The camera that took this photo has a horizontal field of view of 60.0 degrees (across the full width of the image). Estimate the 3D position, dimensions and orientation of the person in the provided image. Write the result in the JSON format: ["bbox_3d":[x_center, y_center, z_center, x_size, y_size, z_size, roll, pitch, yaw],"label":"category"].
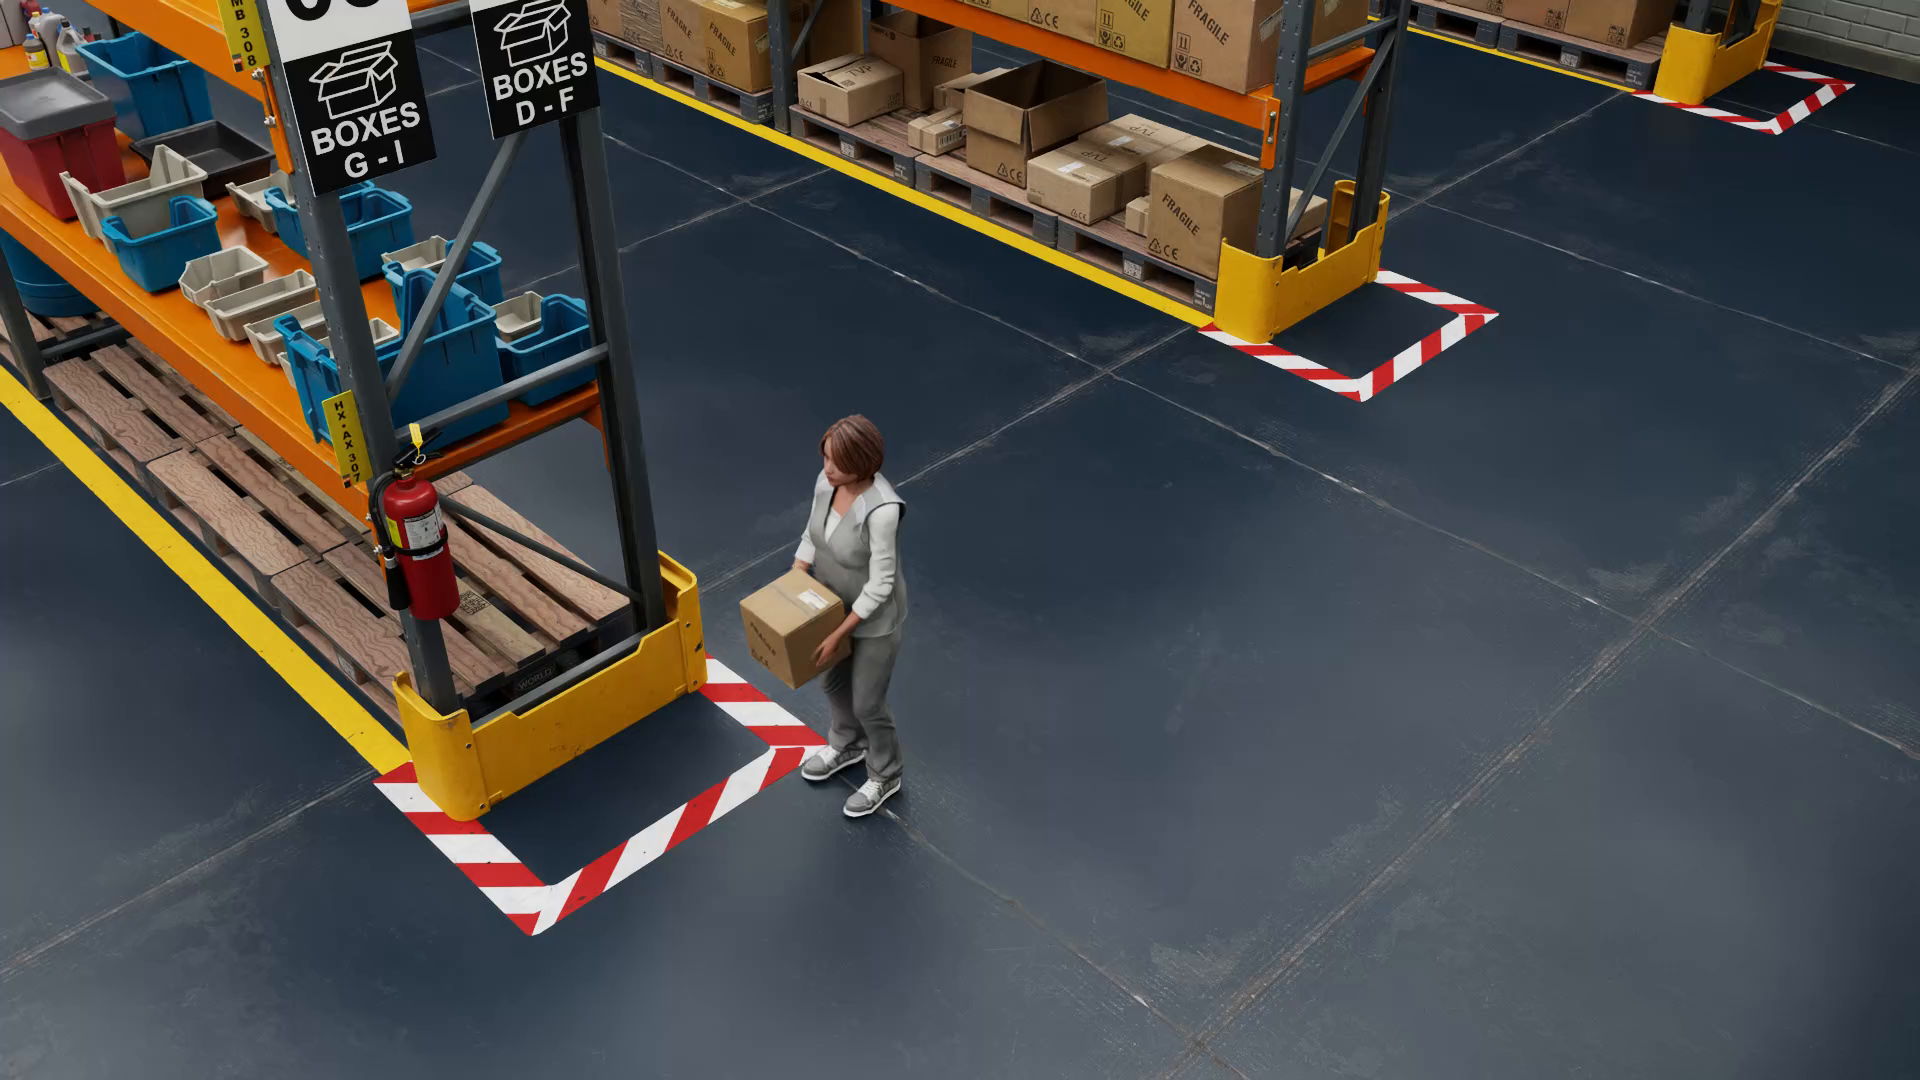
[{"bbox_3d":[-0.419,0.288,5.751,0.423,1.603,0.414,-28,44,-33],"label":"person"}]
